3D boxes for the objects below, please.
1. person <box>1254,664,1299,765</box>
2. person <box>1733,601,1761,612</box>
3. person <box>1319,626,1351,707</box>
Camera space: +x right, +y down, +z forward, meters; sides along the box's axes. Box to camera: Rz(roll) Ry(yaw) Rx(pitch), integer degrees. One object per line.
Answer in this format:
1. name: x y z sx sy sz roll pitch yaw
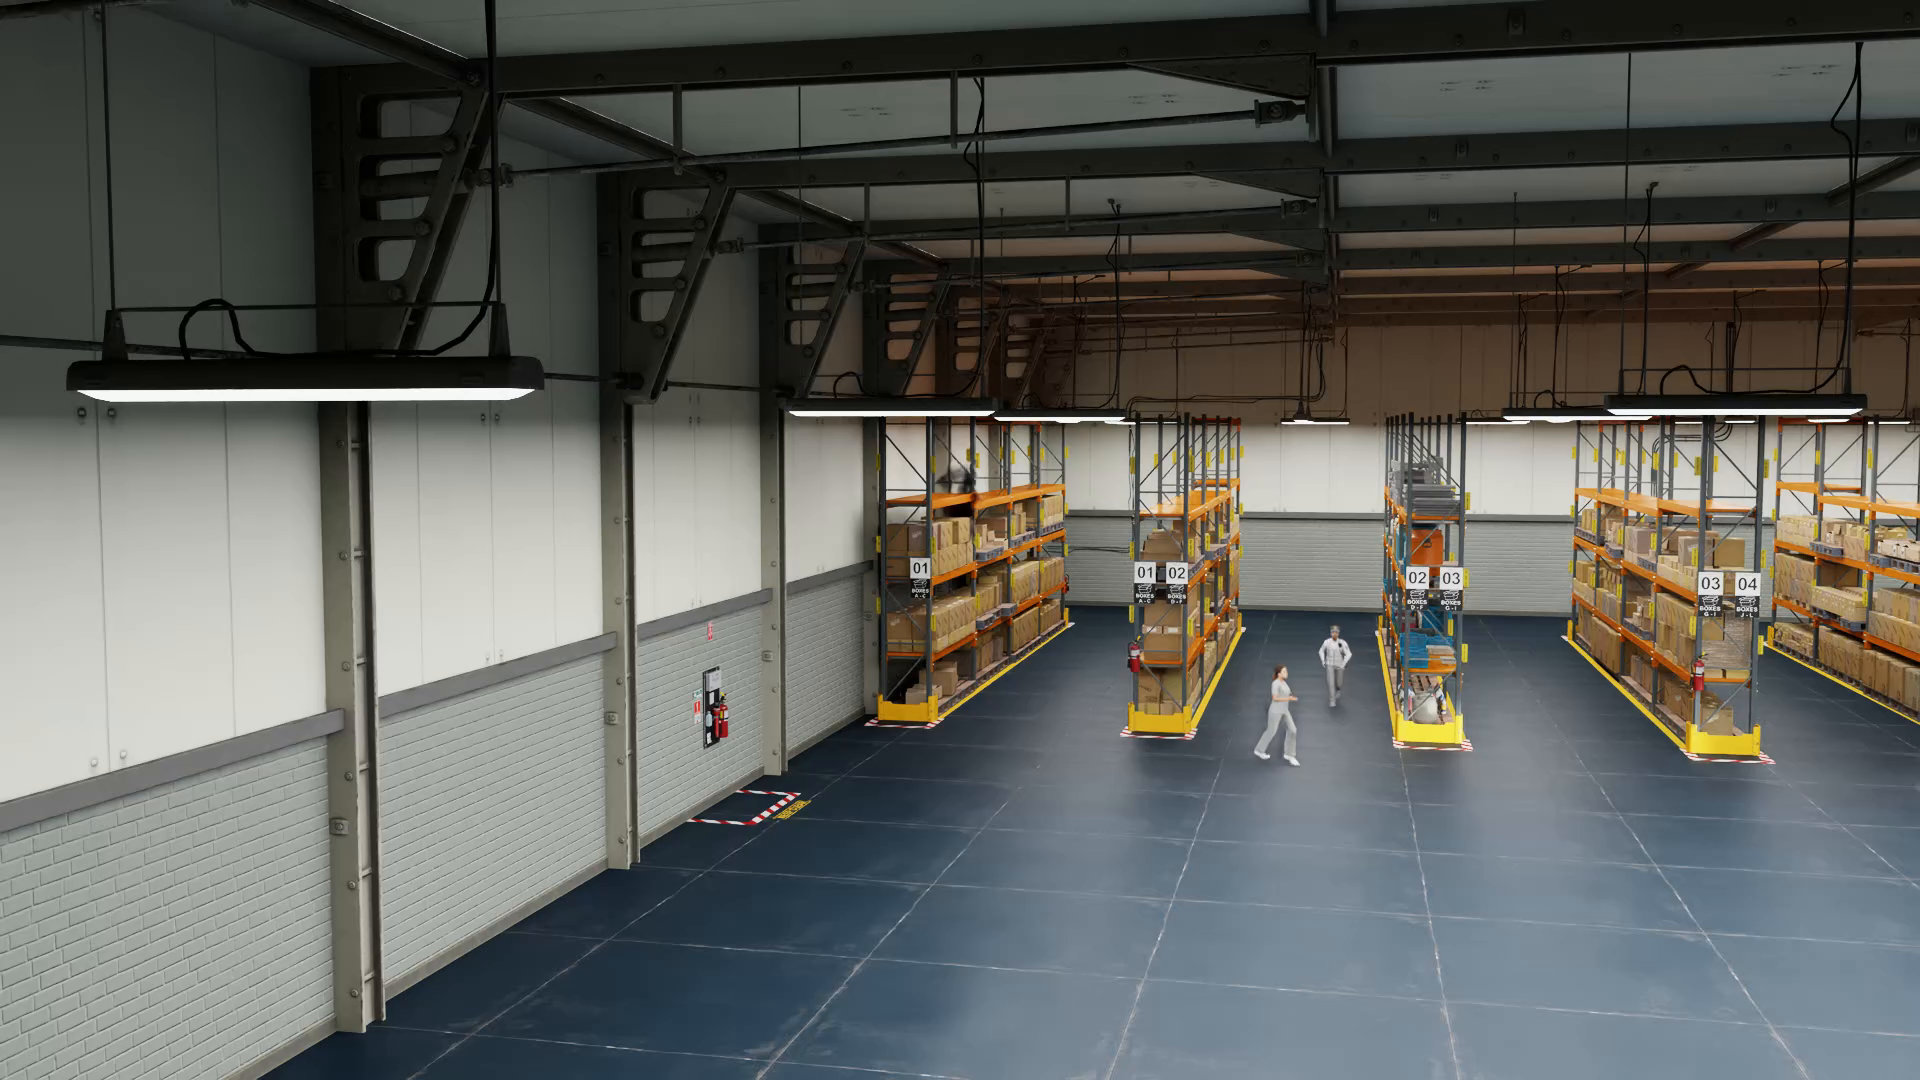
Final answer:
1. person: 5.414 2.968 28.344 0.825 1.713 0.511 3 5 42
2. person: 19.550 2.081 41.378 0.659 1.654 0.880 1 4 14
3. person: 7.679 2.572 34.229 0.589 1.652 0.739 1 4 15
